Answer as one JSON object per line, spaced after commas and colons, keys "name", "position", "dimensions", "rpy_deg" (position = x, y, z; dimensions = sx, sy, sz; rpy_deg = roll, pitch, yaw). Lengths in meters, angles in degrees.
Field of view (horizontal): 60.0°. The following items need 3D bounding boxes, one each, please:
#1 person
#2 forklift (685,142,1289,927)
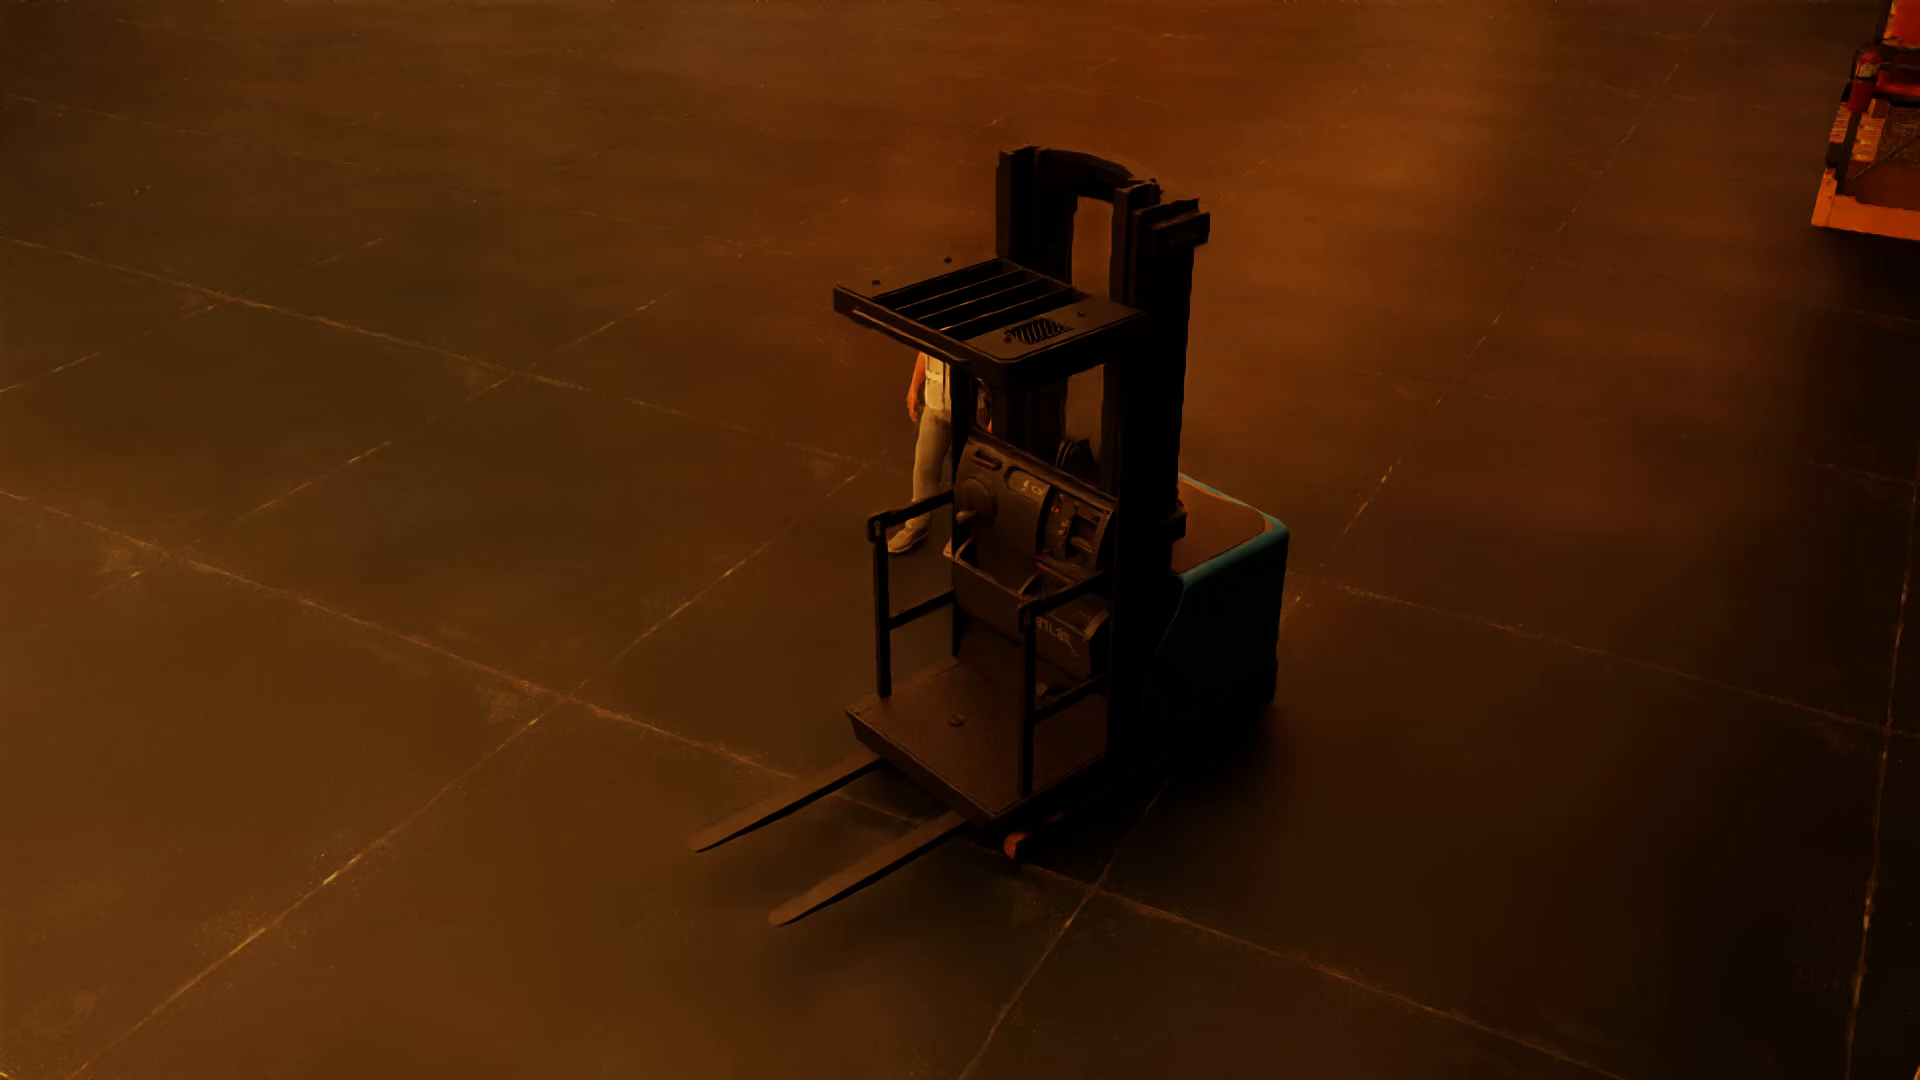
{"name": "person", "position": [-0.048, -0.746, 9.500], "dimensions": [0.640, 1.778, 0.574], "rpy_deg": [15, 33, 25]}
{"name": "forklift", "position": [0.160, -0.114, 7.269], "dimensions": [3.031, 2.935, 1.130], "rpy_deg": [-24, 37, -35]}
